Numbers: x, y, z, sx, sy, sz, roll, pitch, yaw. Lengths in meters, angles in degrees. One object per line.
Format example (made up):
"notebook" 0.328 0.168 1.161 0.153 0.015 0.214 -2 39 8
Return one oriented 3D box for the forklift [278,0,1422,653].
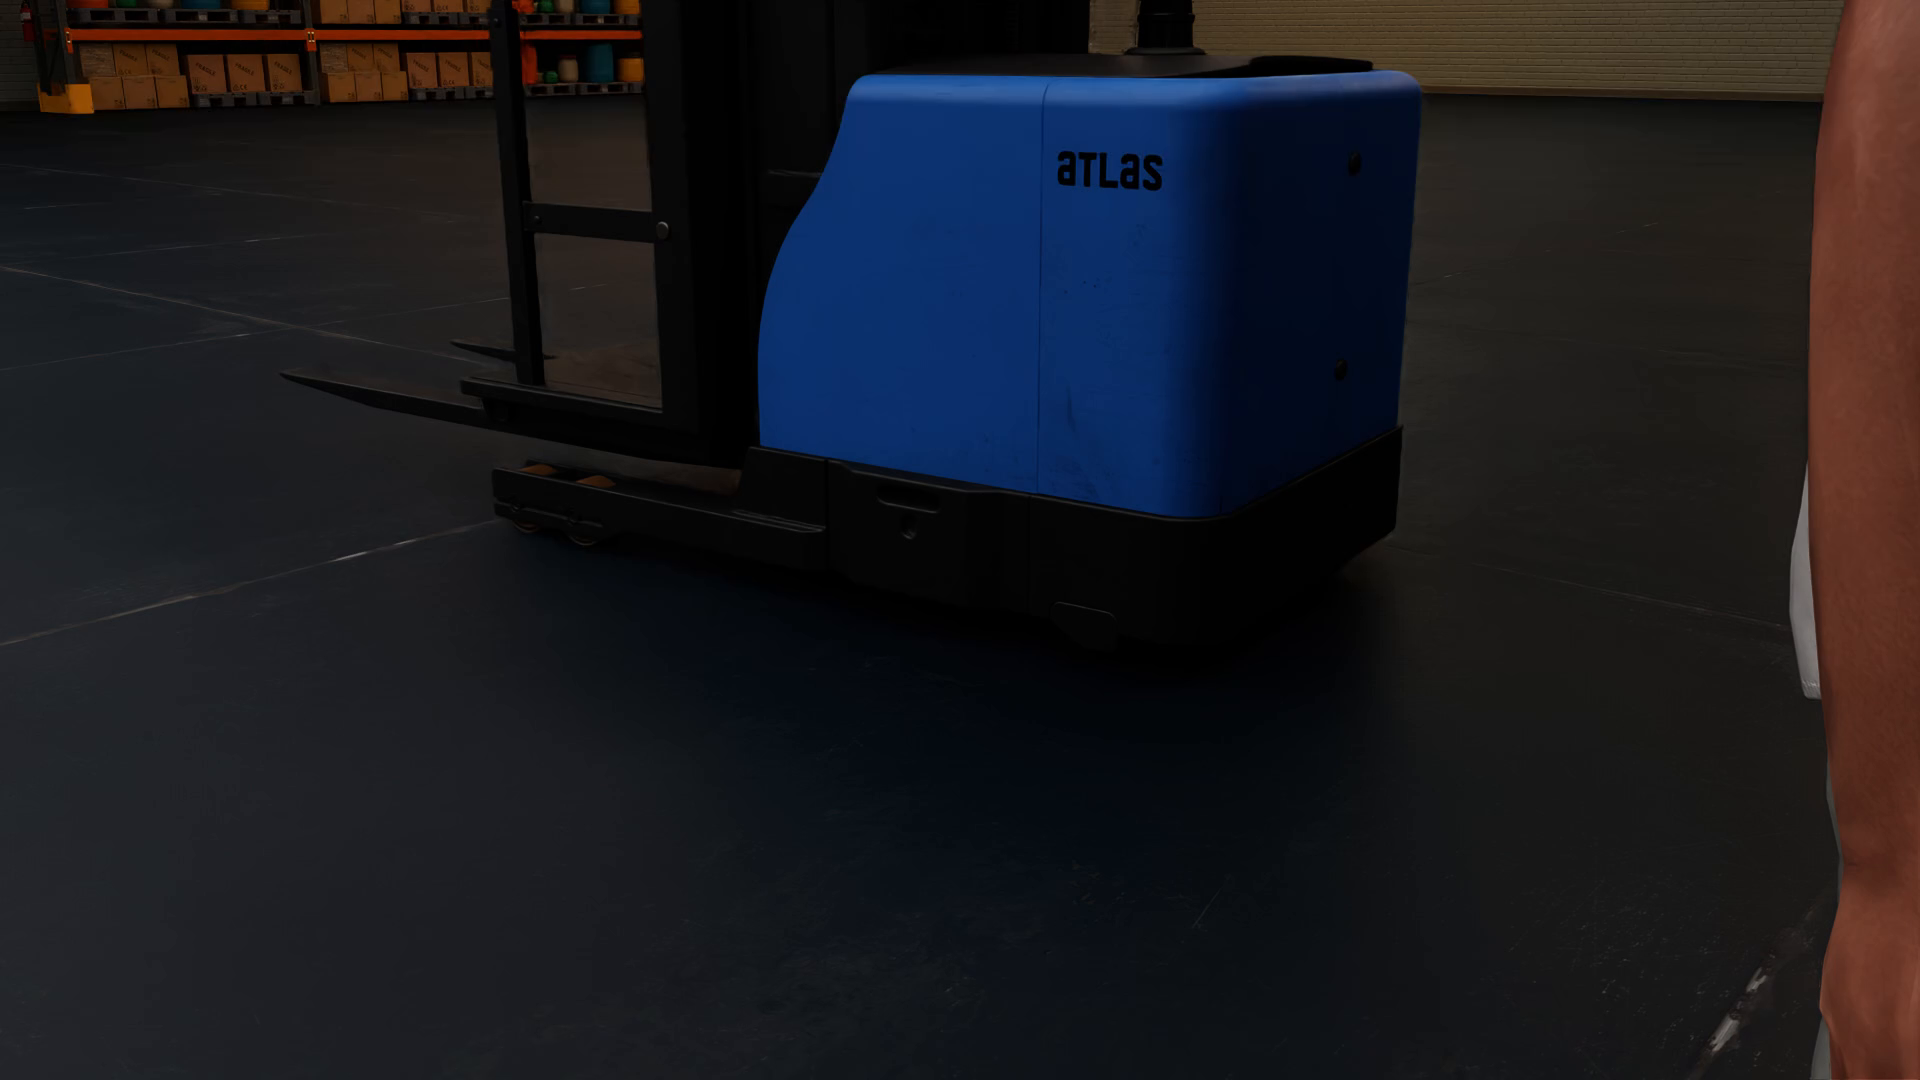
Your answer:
"forklift" -0.511 -1.500 3.839 3.031 2.935 1.130 11 20 33
